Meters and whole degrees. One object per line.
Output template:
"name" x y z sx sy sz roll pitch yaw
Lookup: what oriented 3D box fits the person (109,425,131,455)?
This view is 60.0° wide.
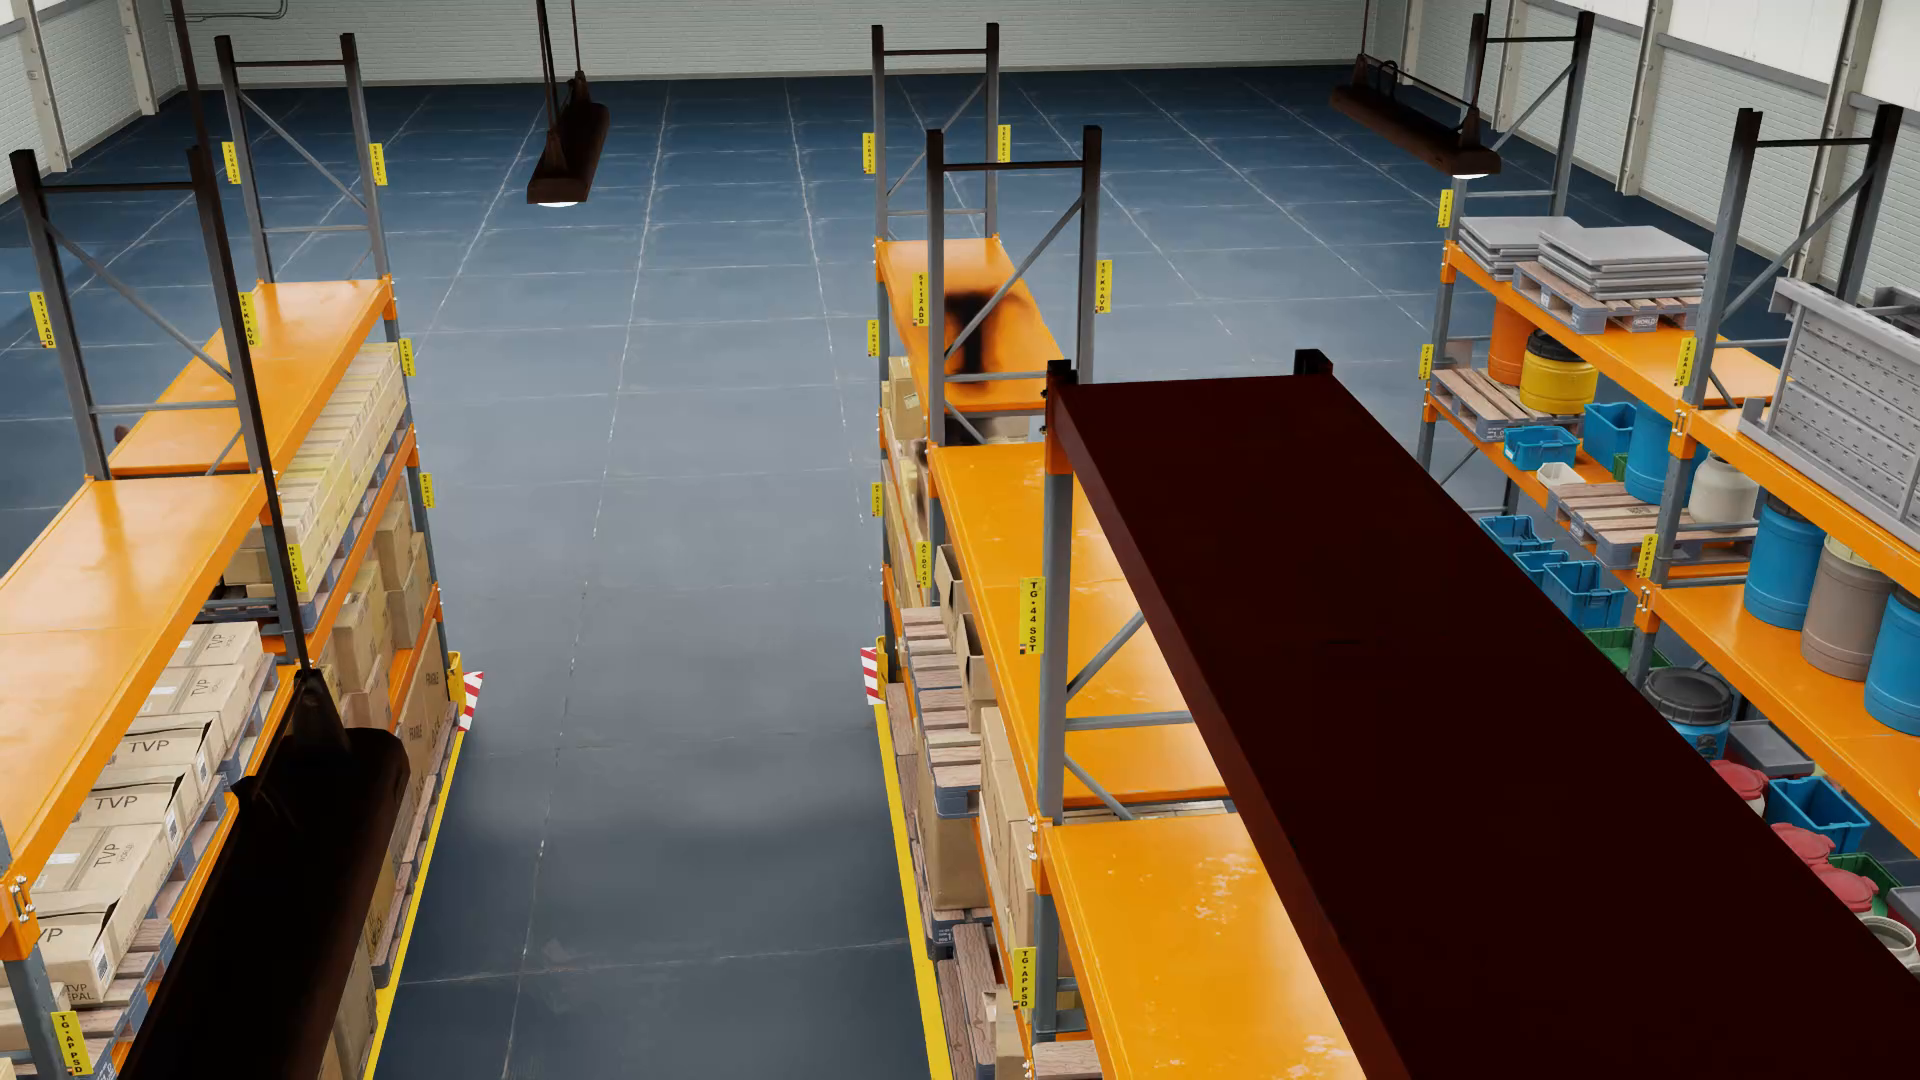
"person" -8.736 -0.460 17.661 0.458 1.535 0.766 -14 29 -27

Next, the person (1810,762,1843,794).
"person" 6.615 1.856 12.849 0.614 1.597 0.931 4 26 8
